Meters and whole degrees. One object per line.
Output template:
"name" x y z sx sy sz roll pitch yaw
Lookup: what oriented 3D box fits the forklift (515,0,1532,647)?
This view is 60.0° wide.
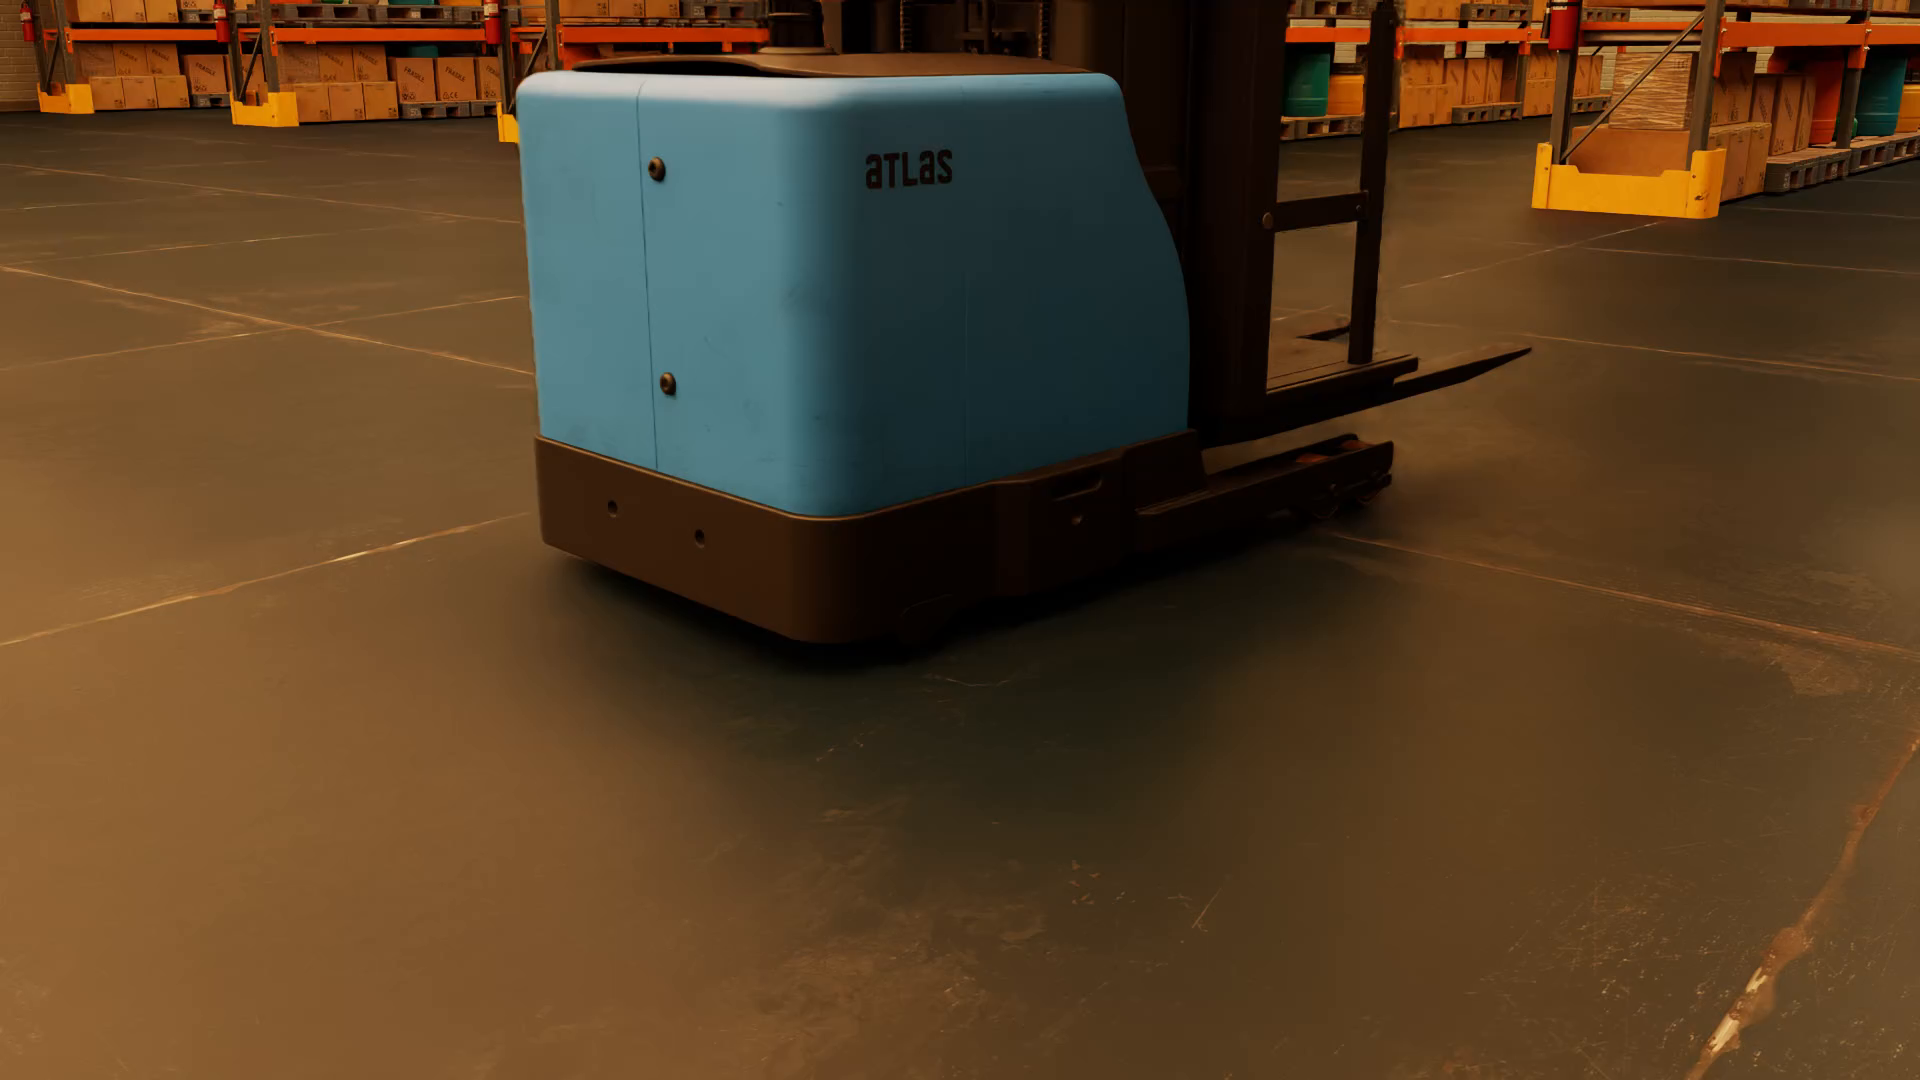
"forklift" 0.463 -1.546 3.990 3.031 2.935 1.130 -16 23 -42
